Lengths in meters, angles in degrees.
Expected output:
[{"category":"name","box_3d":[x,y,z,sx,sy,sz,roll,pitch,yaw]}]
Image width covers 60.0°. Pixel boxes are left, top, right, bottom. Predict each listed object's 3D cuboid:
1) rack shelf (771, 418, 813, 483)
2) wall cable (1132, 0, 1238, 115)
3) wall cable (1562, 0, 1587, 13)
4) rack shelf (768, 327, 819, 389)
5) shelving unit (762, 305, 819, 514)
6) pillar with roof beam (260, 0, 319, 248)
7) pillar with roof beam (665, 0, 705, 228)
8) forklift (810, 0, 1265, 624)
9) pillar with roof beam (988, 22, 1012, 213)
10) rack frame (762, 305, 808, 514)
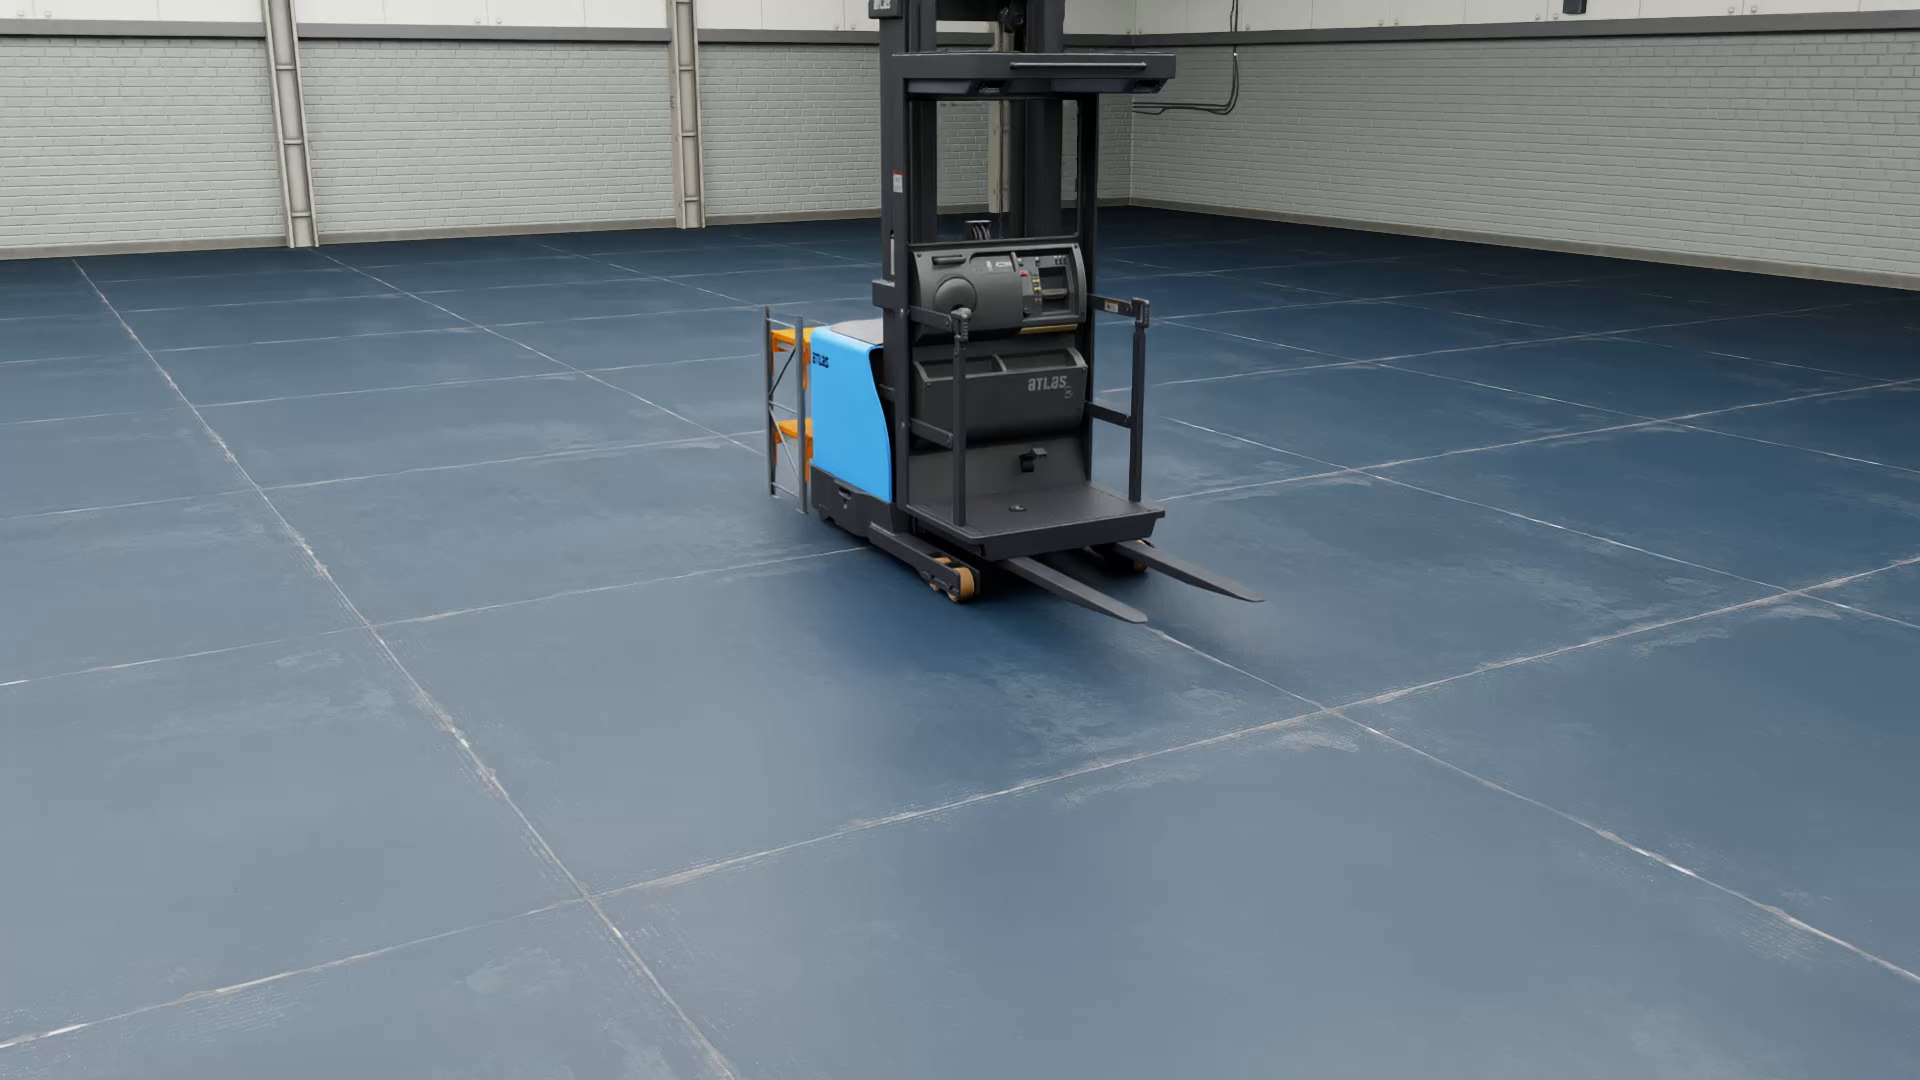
[{"category":"rack shelf","box_3d":[-0.557,-0.582,9.806,1.000,0.278,0.538,-9,18,-28]},{"category":"wall cable","box_3d":[3.959,-8.874,29.647,0.112,2.526,3.097,-9,18,-30]},{"category":"wall cable","box_3d":[8.835,-9.808,20.926,0.169,6.003,2.305,-9,18,-30]},{"category":"rack shelf","box_3d":[-0.557,-1.099,9.661,1.000,0.278,0.538,-9,18,-28]},{"category":"shelving unit","box_3d":[-0.557,-0.817,9.740,1.048,1.125,0.538,-9,18,-28]},{"category":"pillar with roof beam","box_3d":[-7.316,-7.601,19.355,0.400,9.000,9.100,-9,18,-30]},{"category":"pillar with roof beam","box_3d":[-2.173,-8.435,22.330,0.400,9.000,9.100,-9,18,-30]},{"category":"forklift","box_3d":[0.307,-1.257,7.965,1.130,2.935,3.031,-8,18,-27]},{"category":"pillar with roof beam","box_3d":[2.970,-9.269,25.305,0.400,9.000,9.100,-9,18,-30]},{"category":"rack frame","box_3d":[-1.000,-0.750,9.500,0.032,1.125,0.500,-9,18,-28]}]
